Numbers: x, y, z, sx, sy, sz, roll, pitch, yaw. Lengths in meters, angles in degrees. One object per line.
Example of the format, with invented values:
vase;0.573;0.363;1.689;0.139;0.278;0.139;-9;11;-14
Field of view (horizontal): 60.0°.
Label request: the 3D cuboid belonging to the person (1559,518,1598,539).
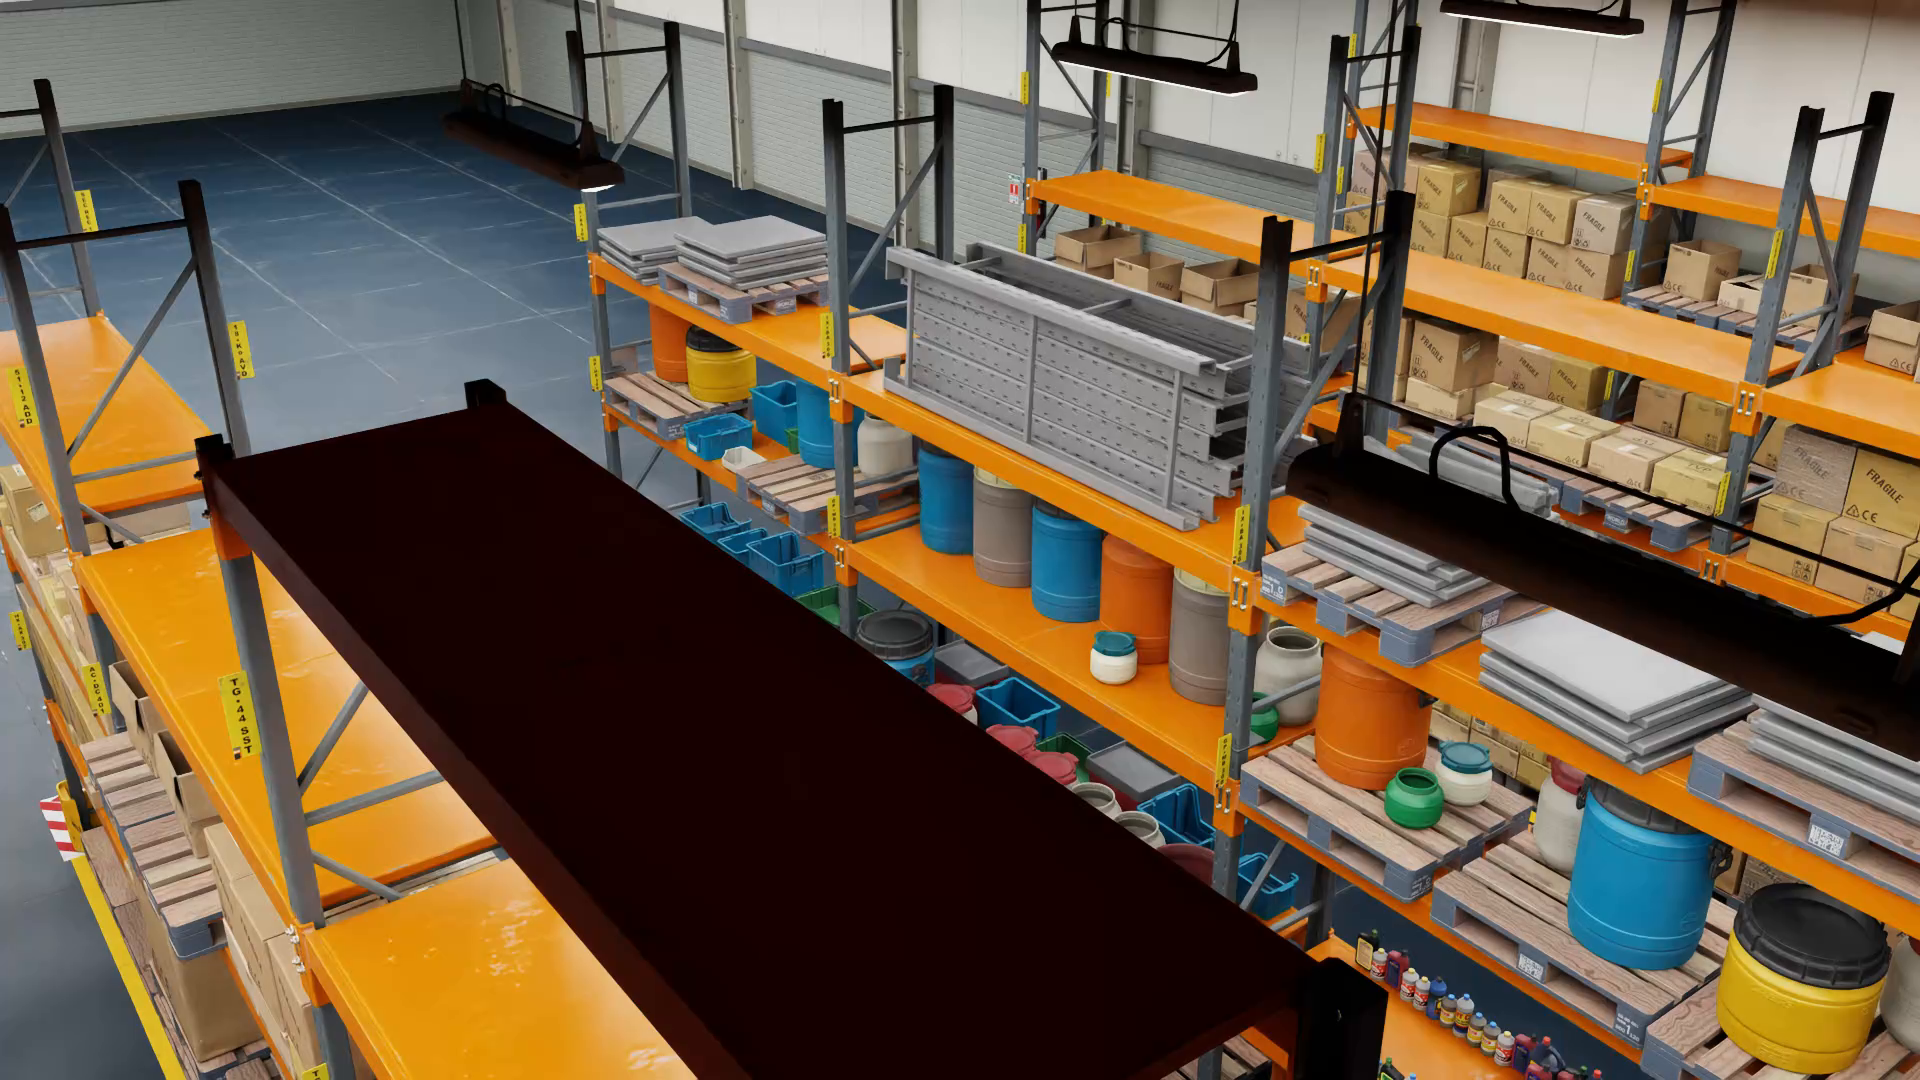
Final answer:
person;6.113;0.066;16.728;1.058;1.704;0.617;22;33;39
